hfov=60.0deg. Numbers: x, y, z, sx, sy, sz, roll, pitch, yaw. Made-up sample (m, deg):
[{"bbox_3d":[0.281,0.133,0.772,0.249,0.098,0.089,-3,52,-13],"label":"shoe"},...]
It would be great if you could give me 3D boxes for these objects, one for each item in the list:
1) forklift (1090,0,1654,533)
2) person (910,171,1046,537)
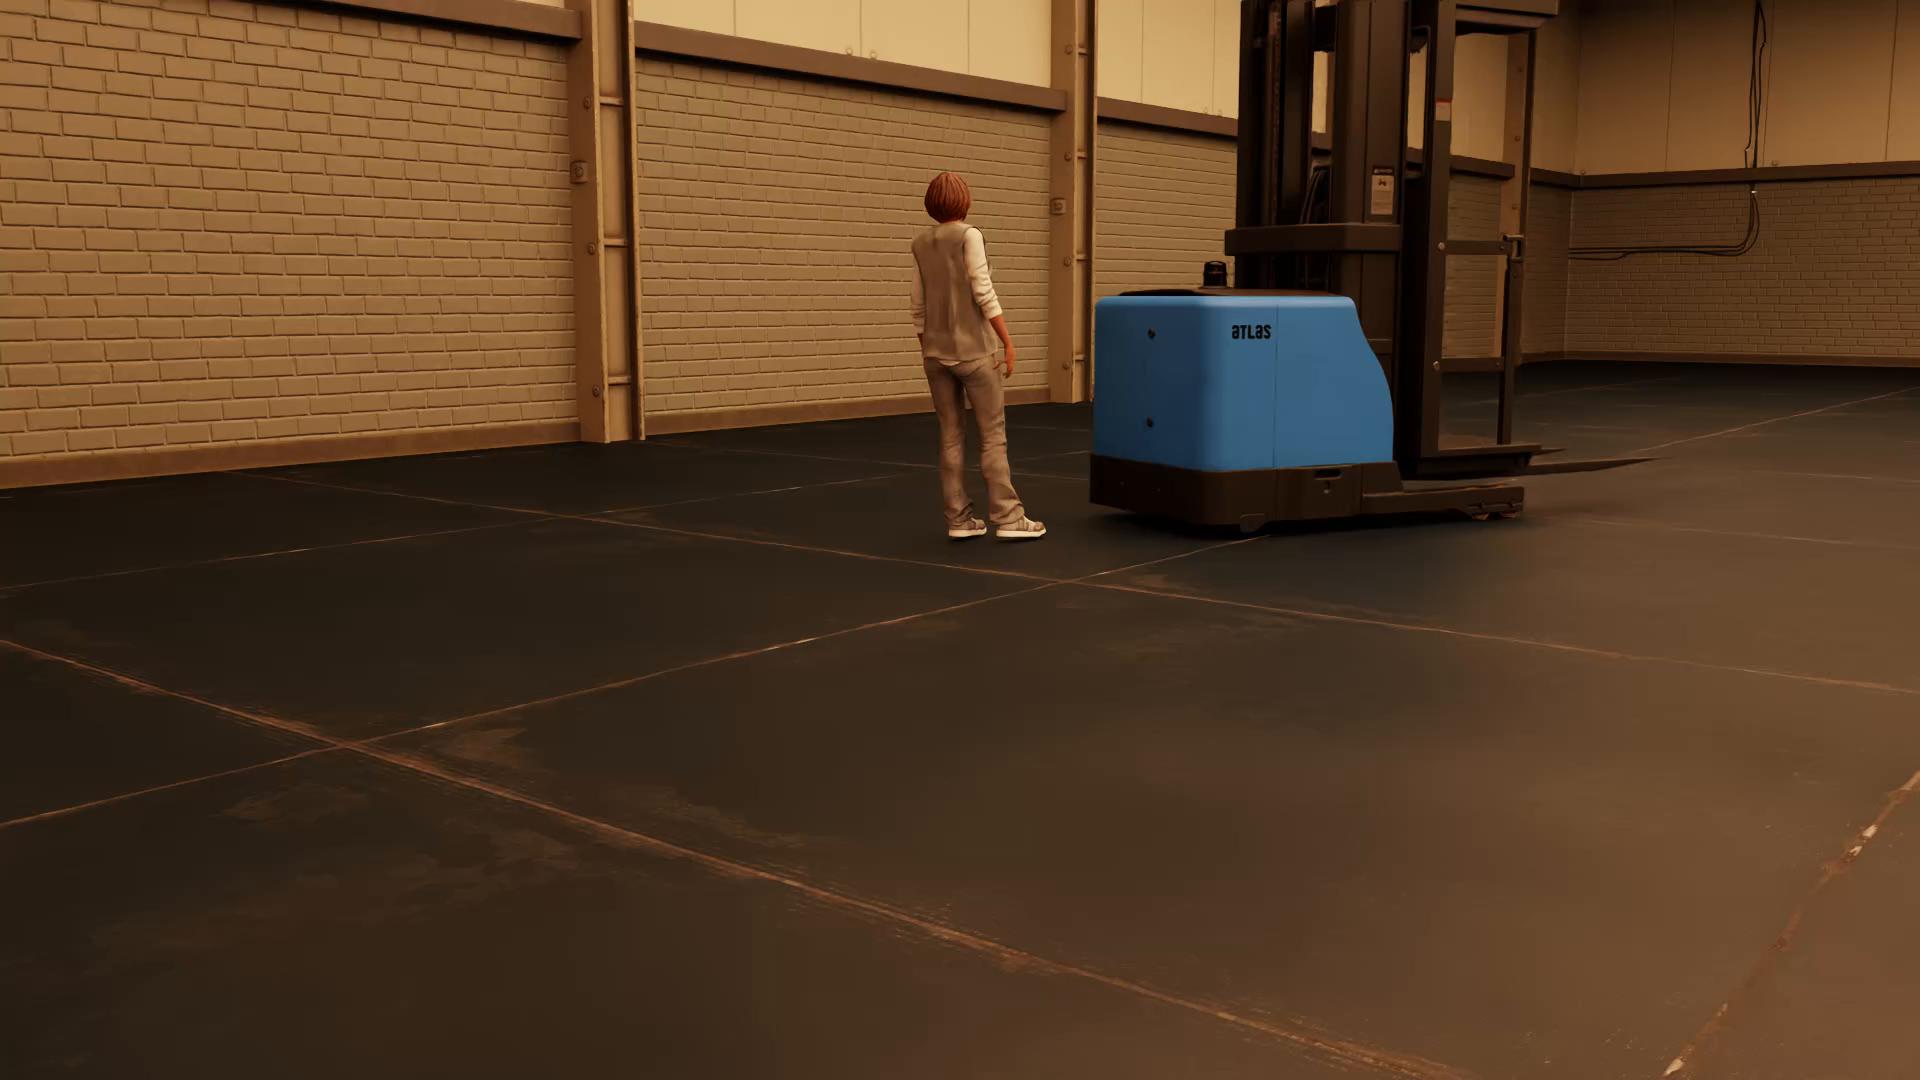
[{"bbox_3d":[2.188,-1.606,8.255,3.031,2.935,1.130,-4,9,-27],"label":"forklift"},{"bbox_3d":[0.058,-0.803,7.337,0.520,1.595,0.473,7,11,38],"label":"person"}]
